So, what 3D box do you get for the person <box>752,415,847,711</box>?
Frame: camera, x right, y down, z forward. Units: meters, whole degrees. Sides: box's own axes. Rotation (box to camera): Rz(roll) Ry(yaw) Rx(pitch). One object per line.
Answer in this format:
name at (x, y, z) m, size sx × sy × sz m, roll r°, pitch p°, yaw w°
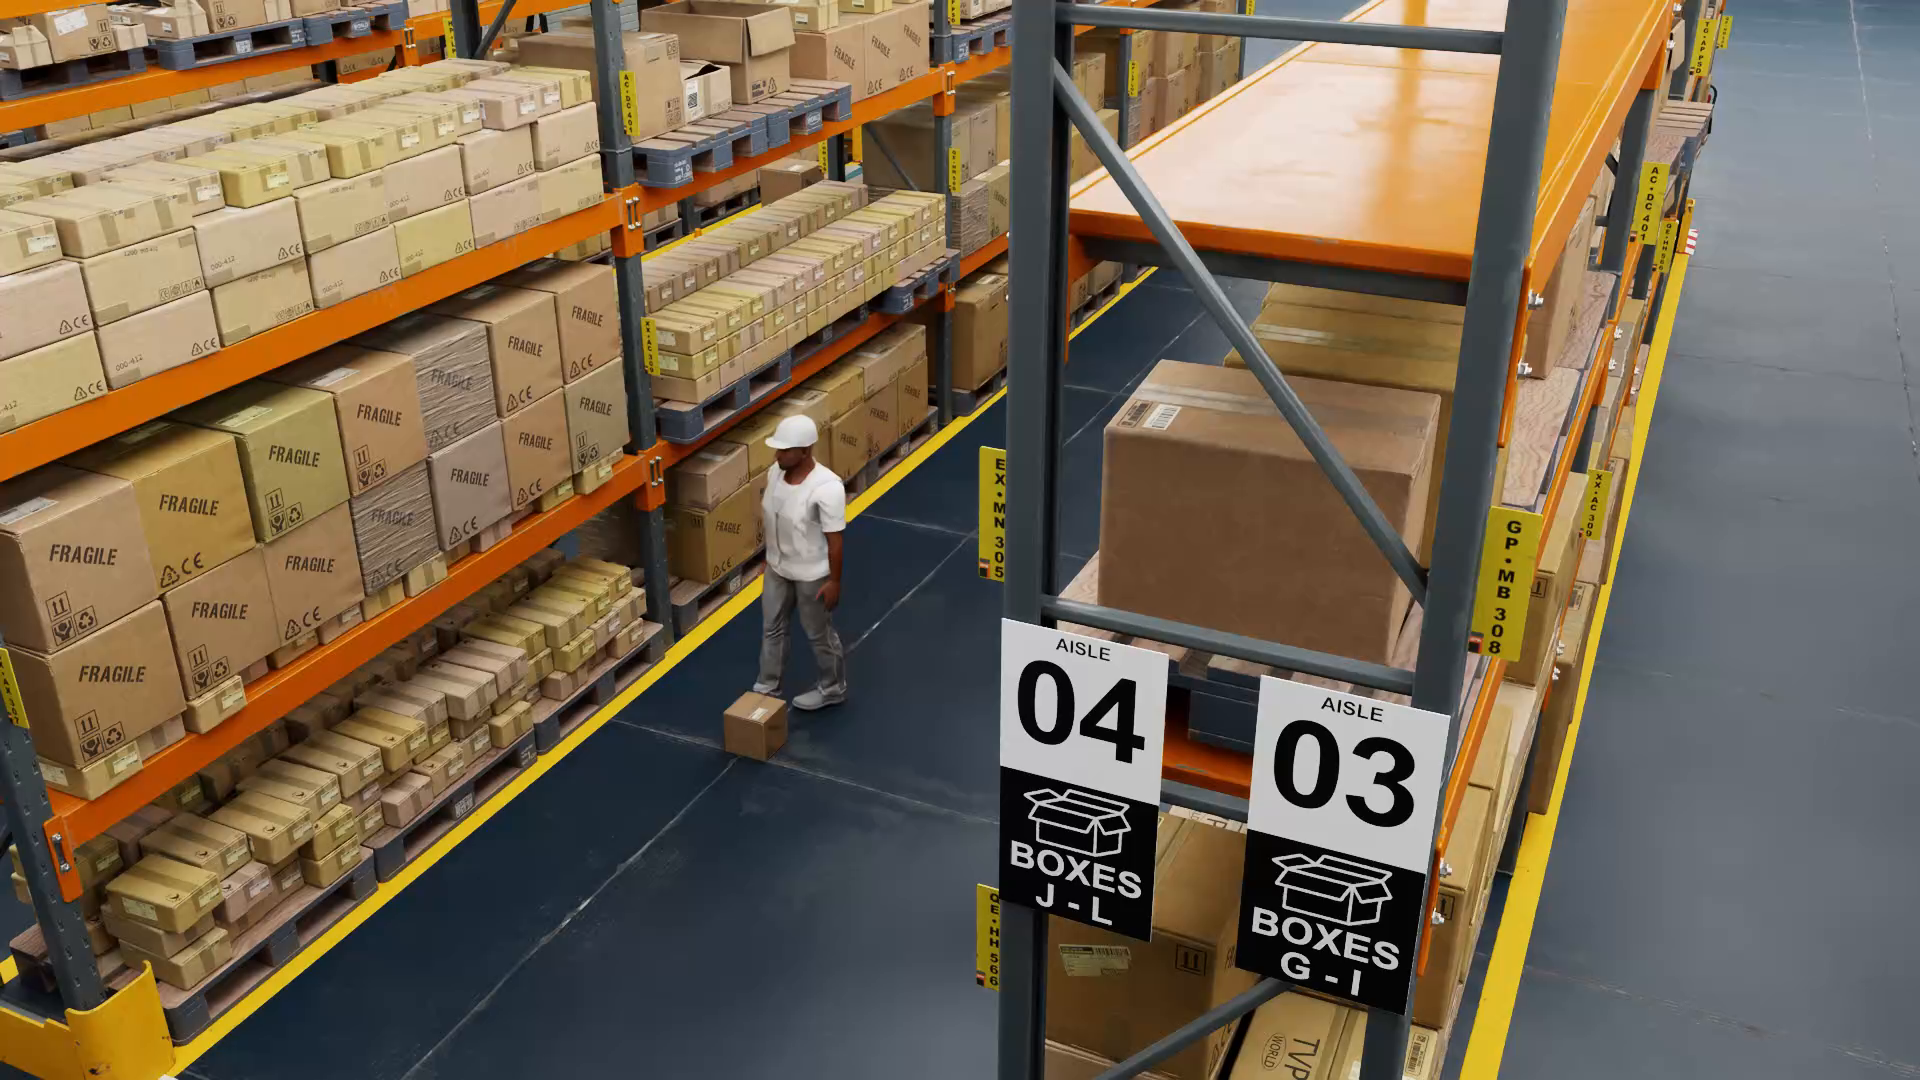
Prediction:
person at (-0.941, 0.178, 9.032) m, size 0.577 × 1.761 × 0.625 m, roll 23°, pitch 34°, yaw 38°
